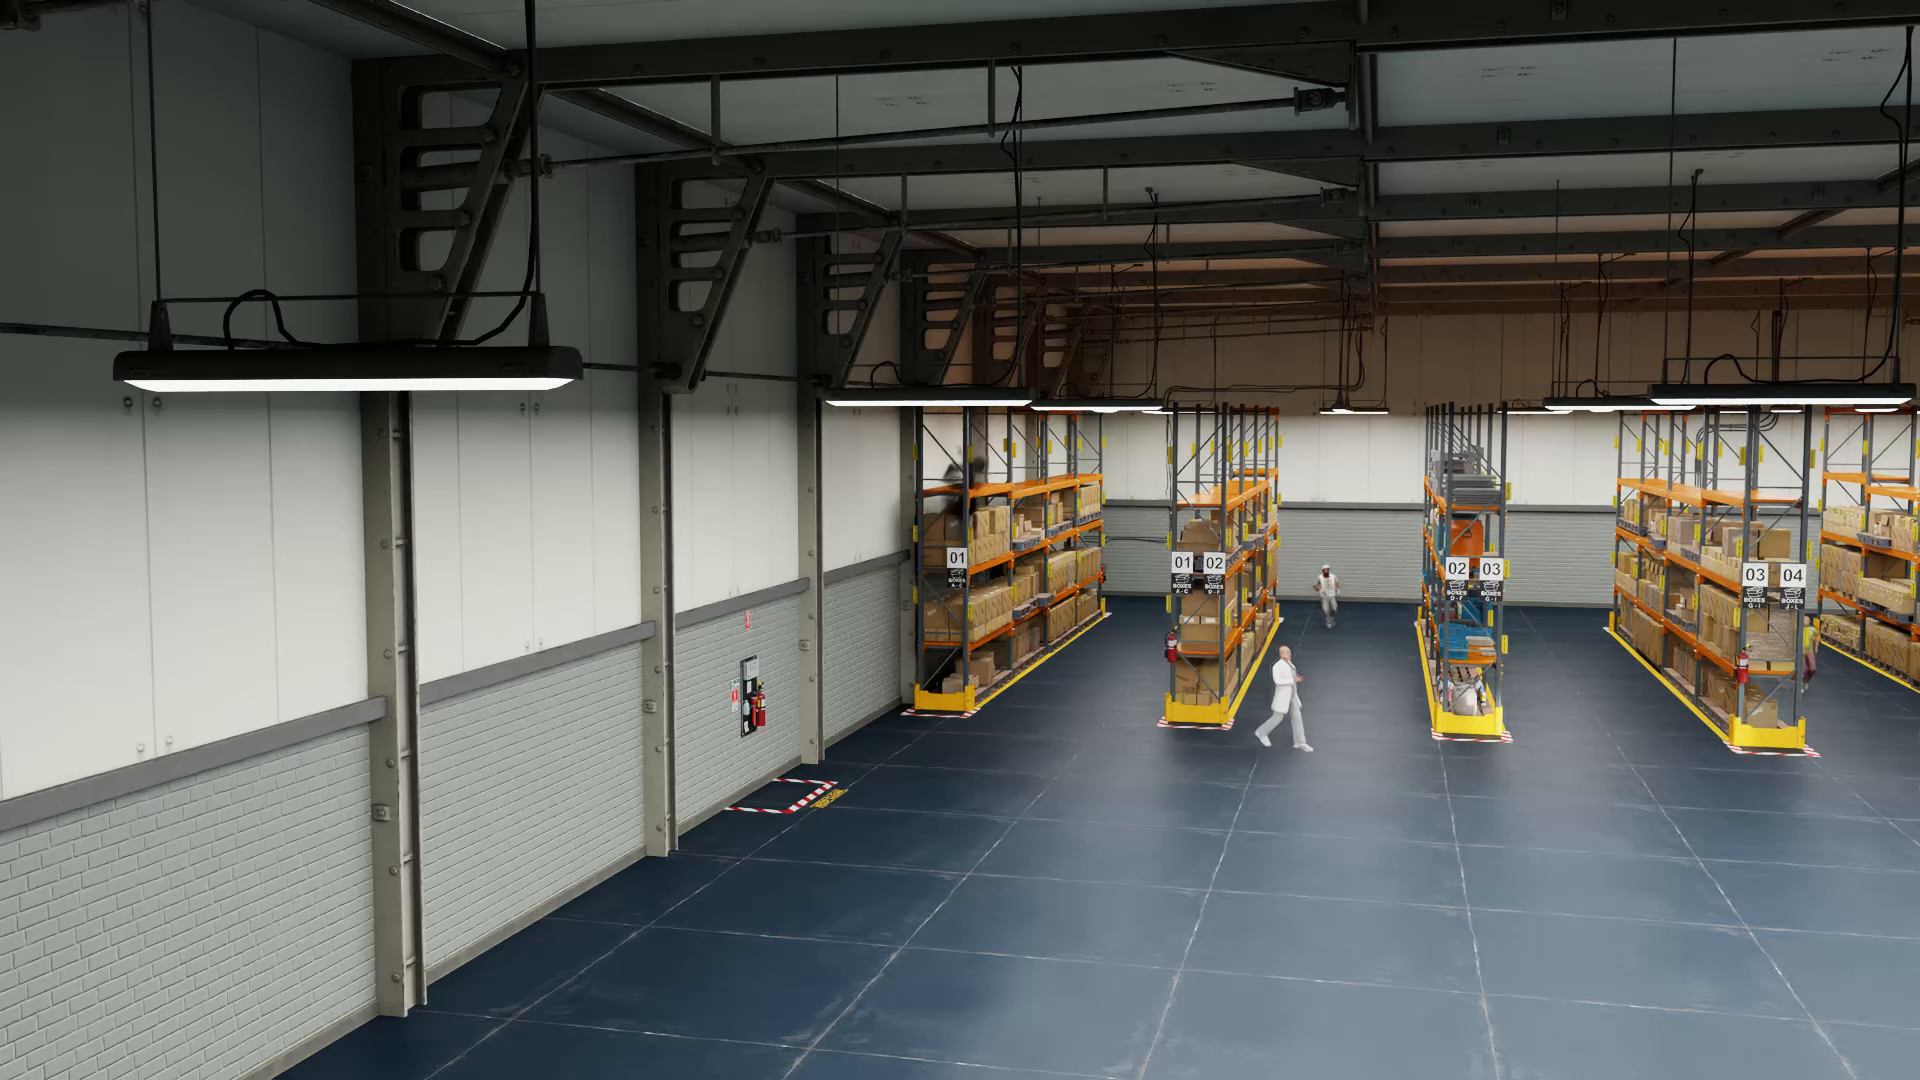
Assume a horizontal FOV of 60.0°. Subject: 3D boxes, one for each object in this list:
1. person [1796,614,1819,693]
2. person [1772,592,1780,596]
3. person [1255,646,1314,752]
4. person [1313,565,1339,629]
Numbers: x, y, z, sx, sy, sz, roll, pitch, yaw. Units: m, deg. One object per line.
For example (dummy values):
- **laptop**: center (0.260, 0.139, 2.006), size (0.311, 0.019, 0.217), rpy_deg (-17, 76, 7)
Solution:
- **person**: center (17.543, 2.358, 34.472), size (0.602, 1.639, 0.544), rpy_deg (1, 4, 7)
- **person**: center (20.890, 1.736, 42.872), size (0.704, 1.698, 0.838), rpy_deg (2, 5, 27)
- **person**: center (5.572, 2.705, 28.502), size (1.061, 1.754, 0.705), rpy_deg (4, 6, 45)
- **person**: center (9.921, 1.536, 44.941), size (0.716, 1.731, 0.530), rpy_deg (0, 4, -1)
